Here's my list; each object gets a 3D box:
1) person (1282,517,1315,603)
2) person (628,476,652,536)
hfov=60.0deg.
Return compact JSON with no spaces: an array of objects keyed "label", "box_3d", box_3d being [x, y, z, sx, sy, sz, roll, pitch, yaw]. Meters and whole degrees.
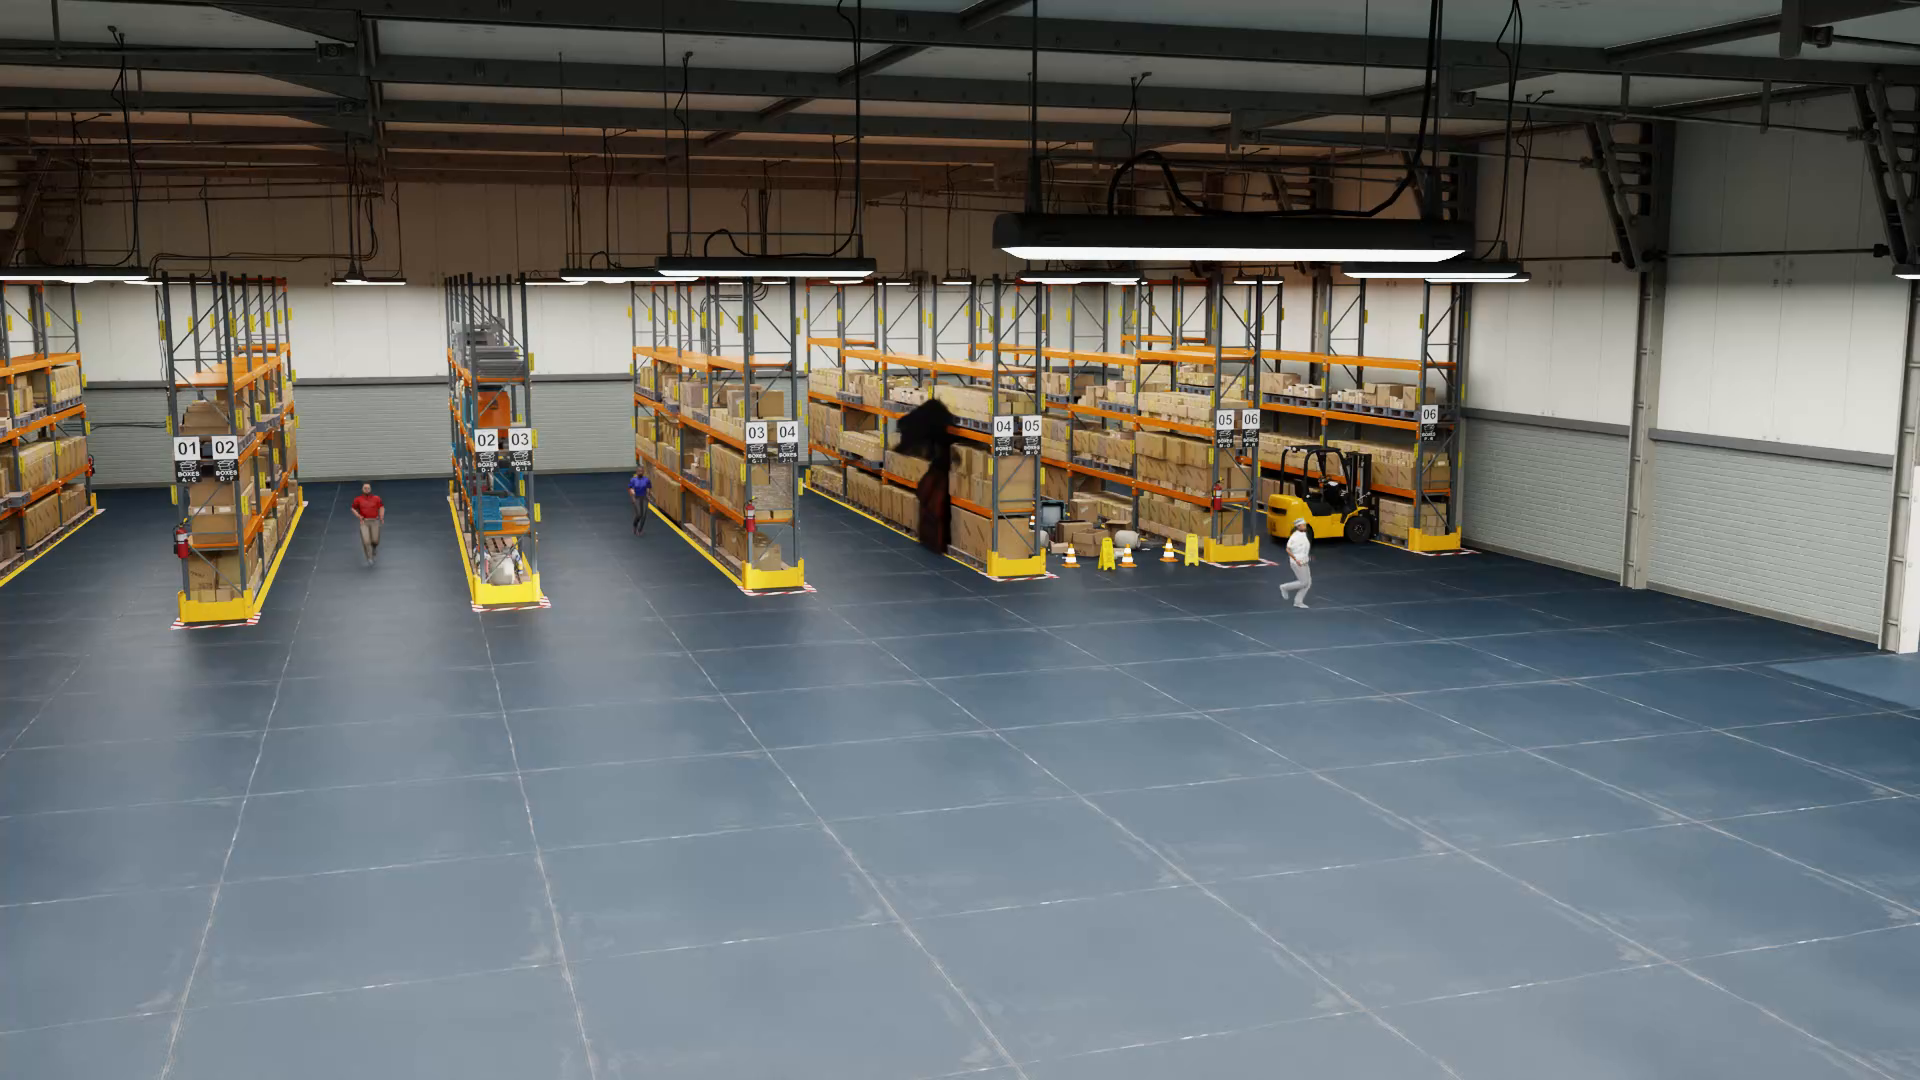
[{"label":"person","box_3d":[6.125,0.365,30.000,0.507,1.587,0.578,6,10,34]},{"label":"person","box_3d":[-7.414,-0.804,38.672,0.525,1.425,0.500,-3,9,-22]}]
